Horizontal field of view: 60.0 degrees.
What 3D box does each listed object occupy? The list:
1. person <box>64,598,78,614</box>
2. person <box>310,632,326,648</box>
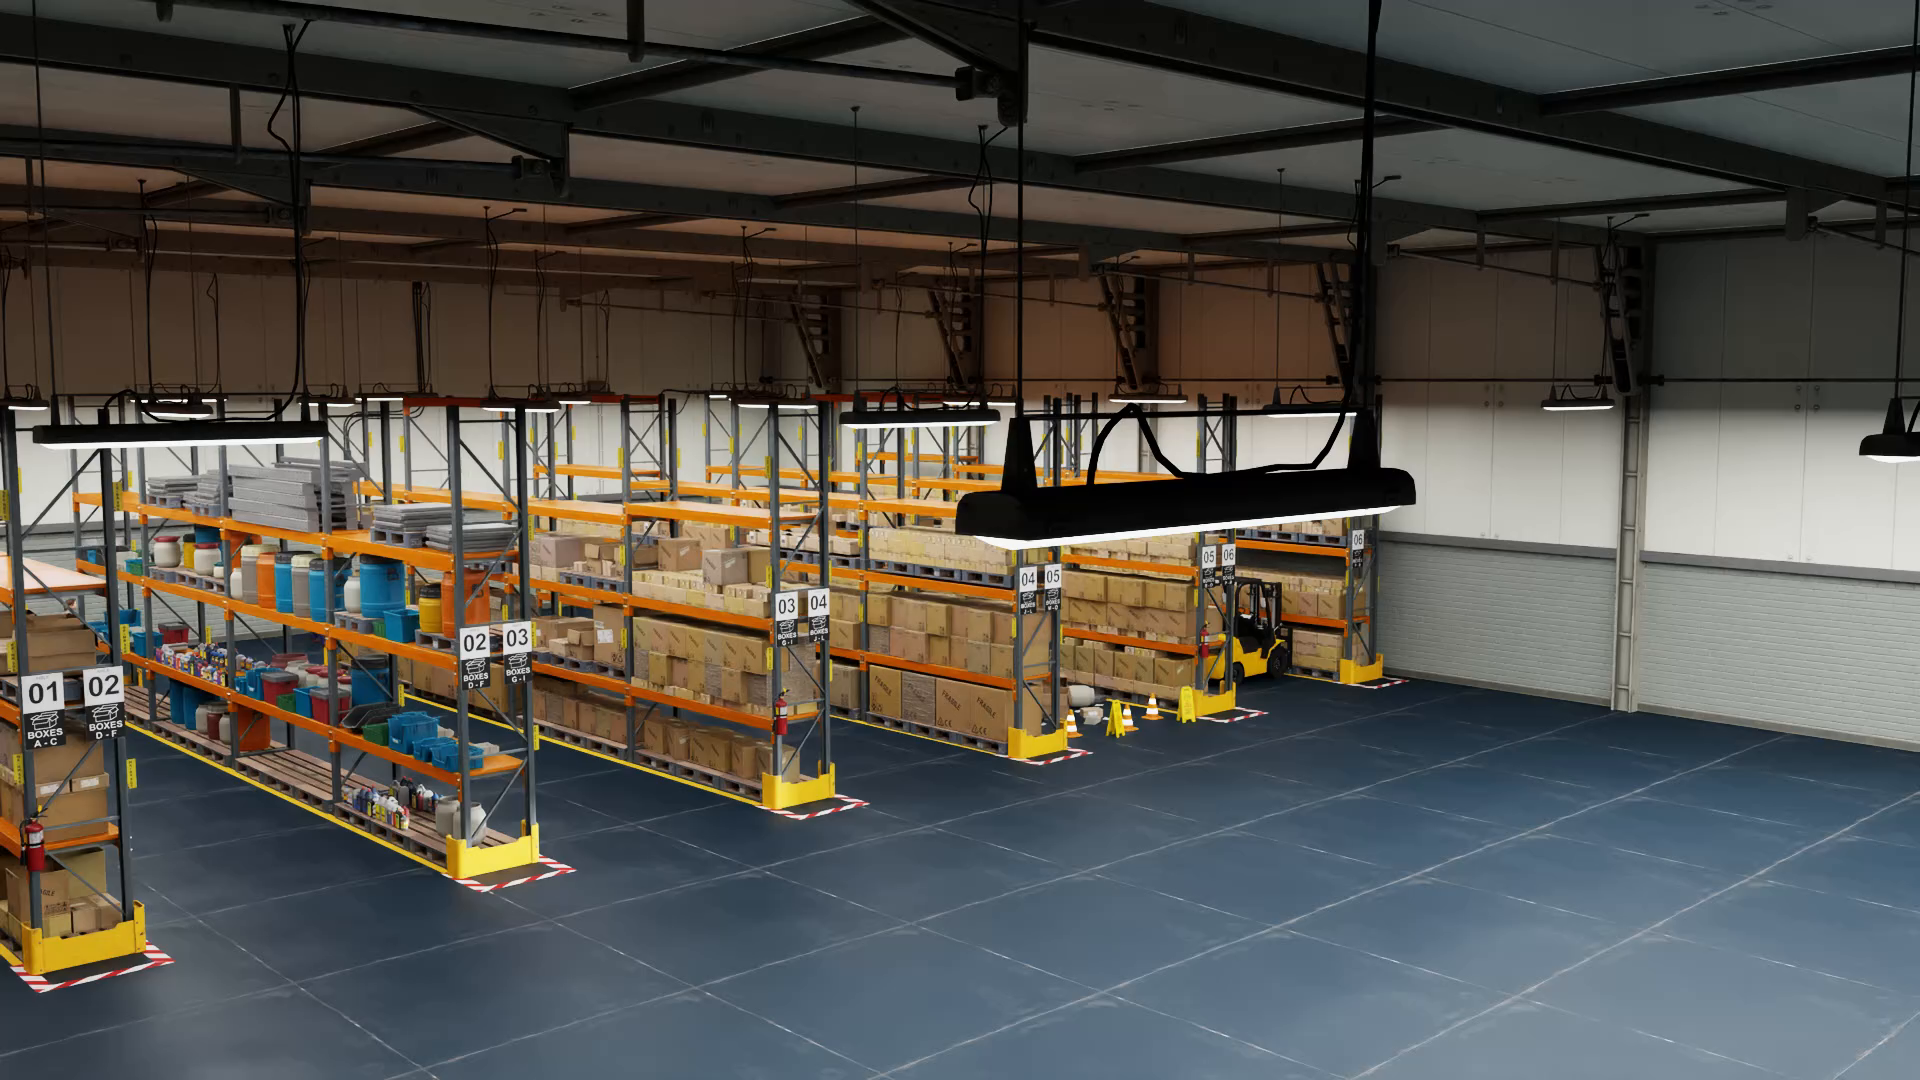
[{"bbox_3d":[-18.854,2.079,35.417,0.441,1.695,0.458,-3,6,-25],"label":"person"},{"bbox_3d":[-15.118,1.724,39.306,1.016,1.581,0.541,3,7,32],"label":"person"}]
